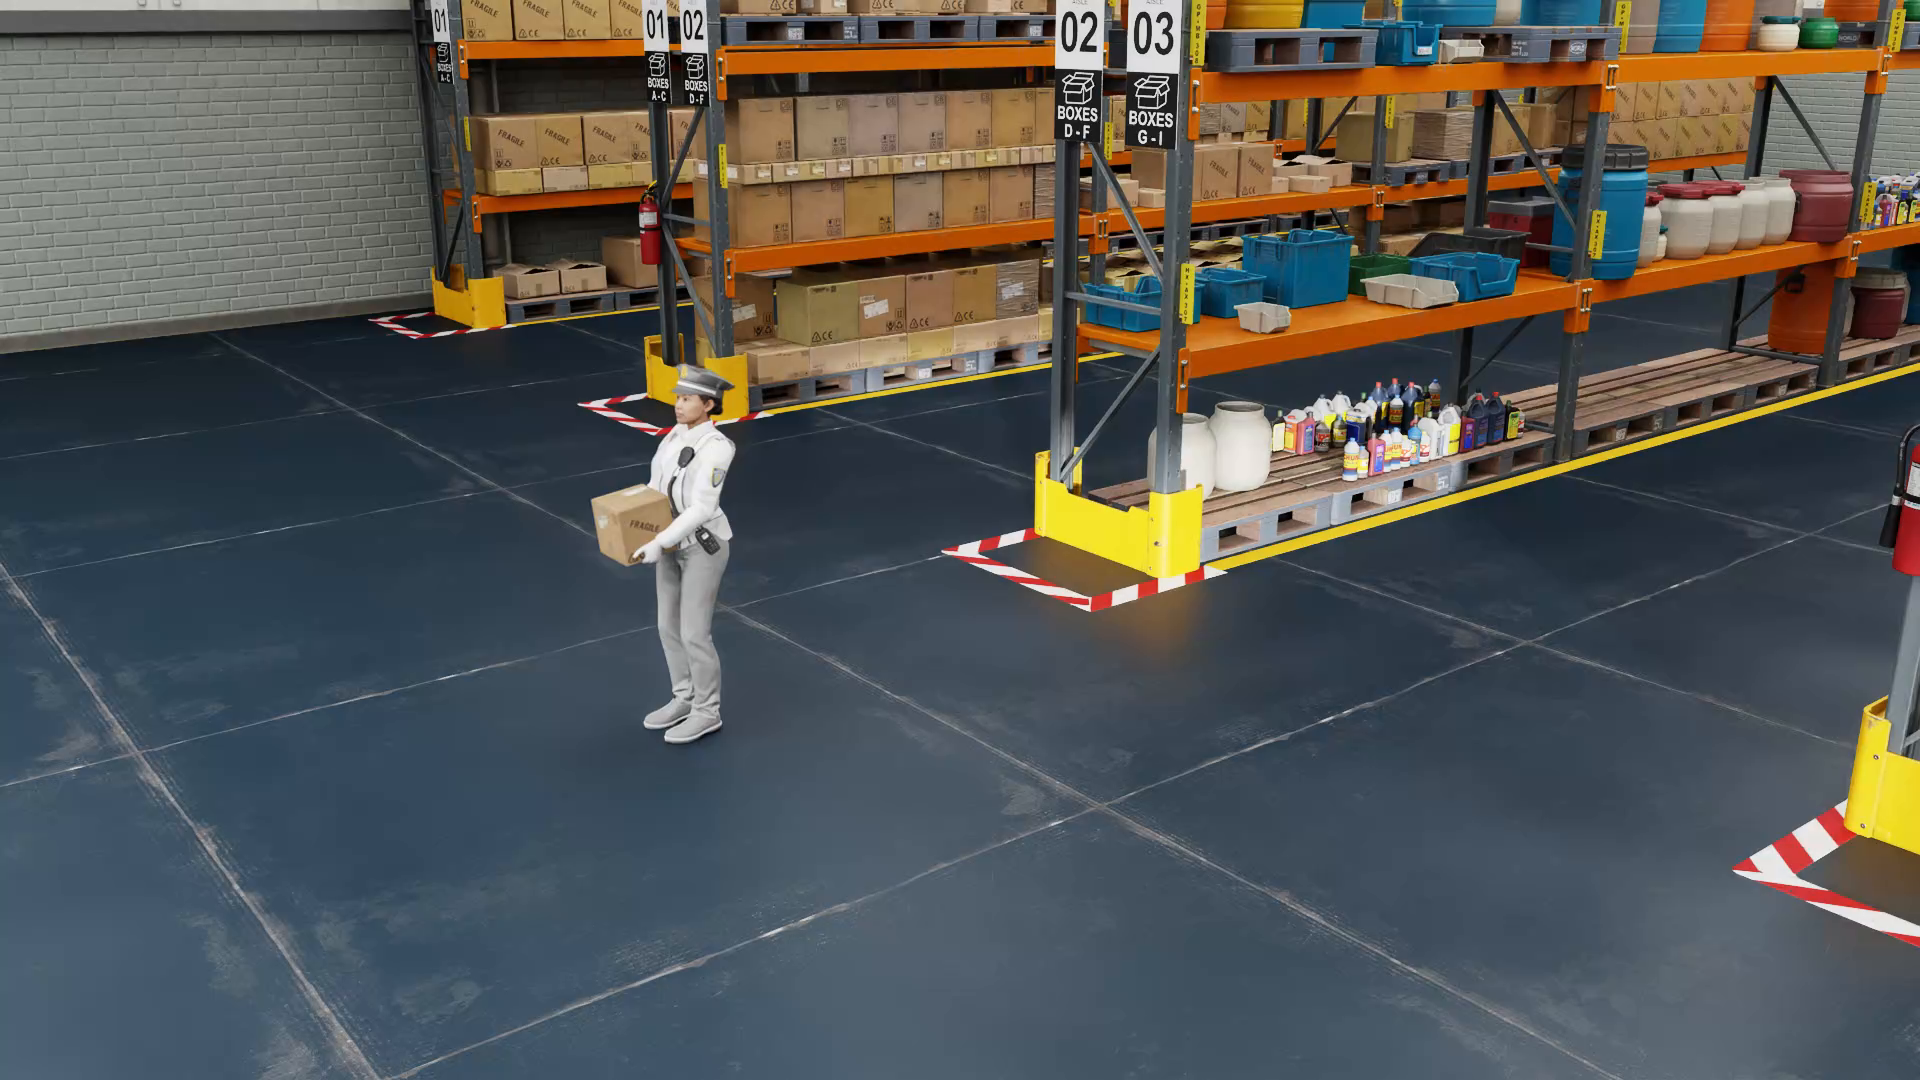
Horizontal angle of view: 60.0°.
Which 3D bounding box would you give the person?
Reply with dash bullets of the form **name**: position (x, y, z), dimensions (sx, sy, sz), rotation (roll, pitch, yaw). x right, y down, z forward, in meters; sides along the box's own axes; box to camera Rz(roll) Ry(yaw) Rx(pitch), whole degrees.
- **person**: position (-1.247, 0.054, 7.347), dimensions (0.563, 1.686, 0.453), rotation (-13, 22, -35)
